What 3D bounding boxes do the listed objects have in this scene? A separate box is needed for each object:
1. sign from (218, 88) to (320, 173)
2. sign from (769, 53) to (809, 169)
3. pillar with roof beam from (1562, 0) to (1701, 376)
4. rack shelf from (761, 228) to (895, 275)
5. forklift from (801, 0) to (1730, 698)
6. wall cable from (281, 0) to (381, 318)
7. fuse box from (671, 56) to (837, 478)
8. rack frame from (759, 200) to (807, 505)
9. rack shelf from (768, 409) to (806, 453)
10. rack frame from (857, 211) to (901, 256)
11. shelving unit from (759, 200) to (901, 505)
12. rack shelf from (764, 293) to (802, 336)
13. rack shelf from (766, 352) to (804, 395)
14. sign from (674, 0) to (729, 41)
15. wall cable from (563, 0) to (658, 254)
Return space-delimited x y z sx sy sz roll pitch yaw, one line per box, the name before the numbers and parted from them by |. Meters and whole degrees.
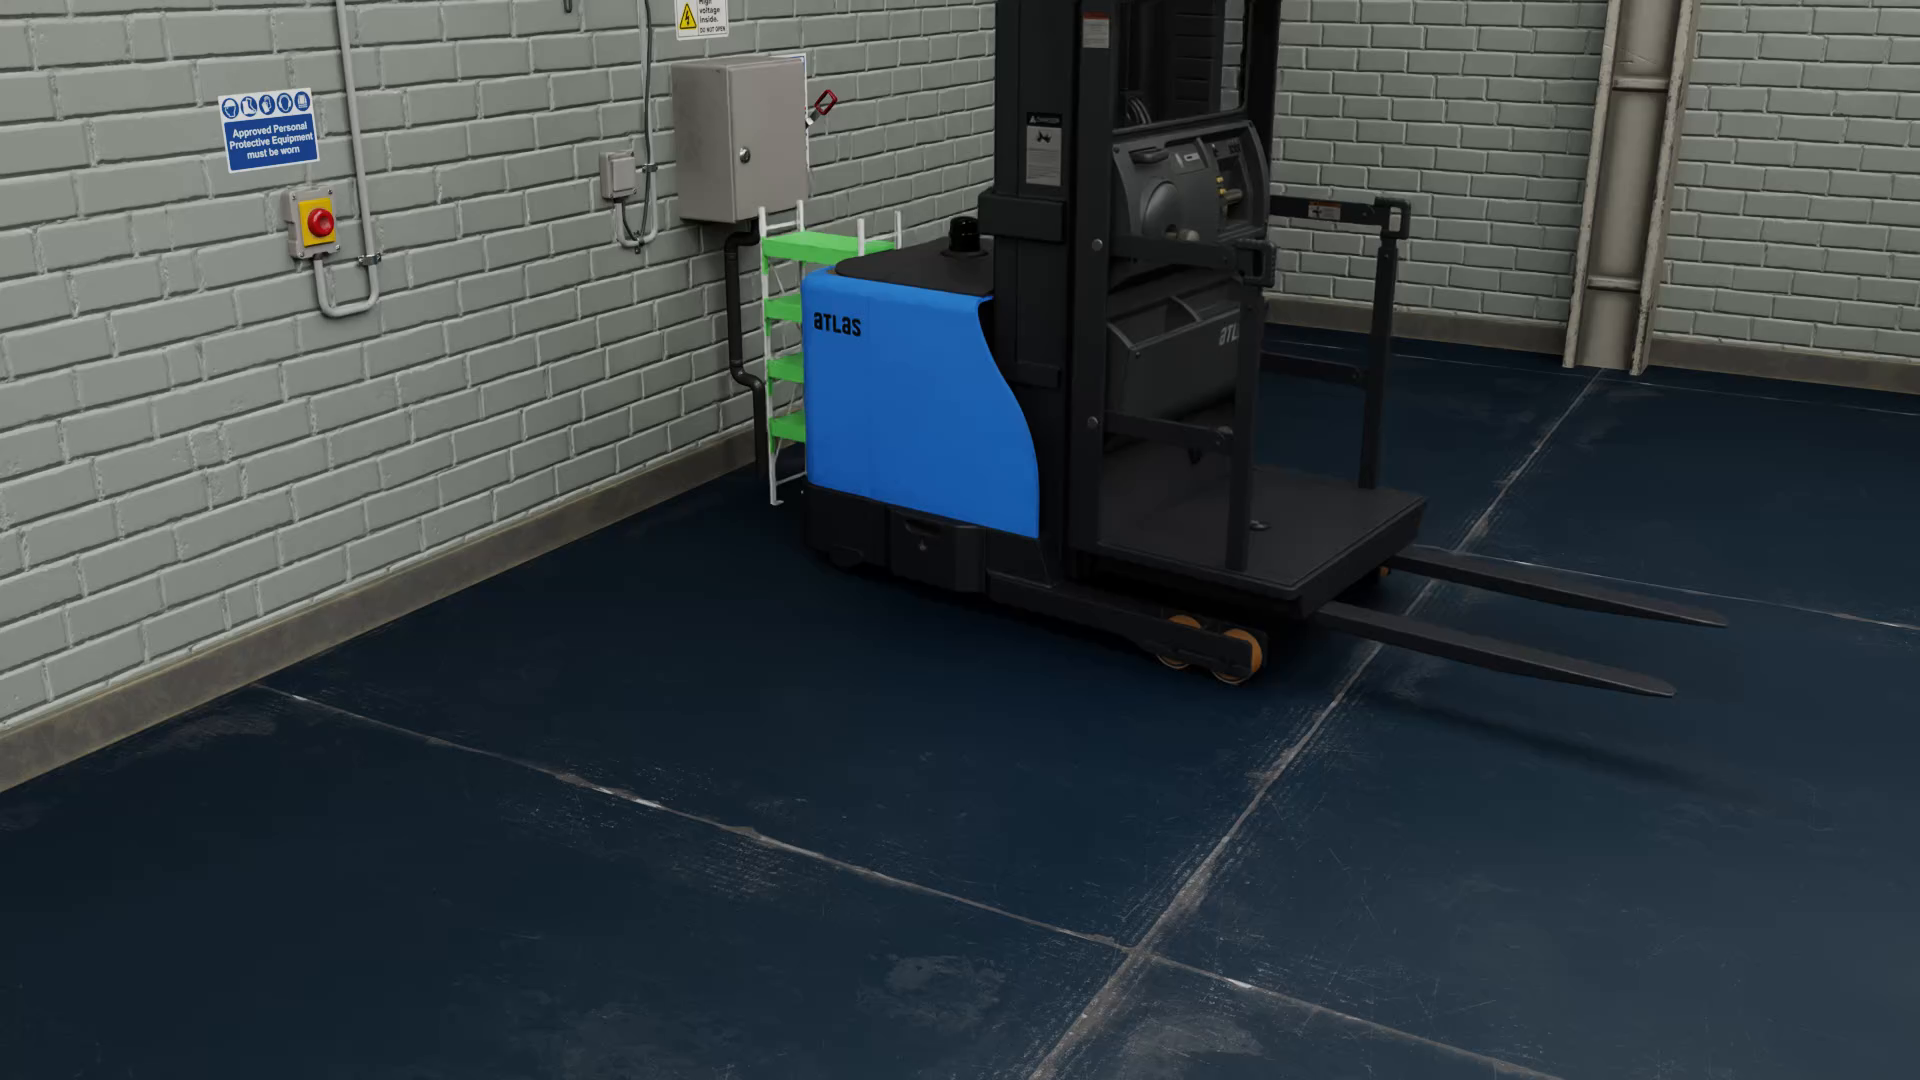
sign | -2.036 -1.212 4.910 0.001 0.218 0.327 11 23 27
sign | -0.747 -1.827 7.142 0.001 0.494 0.329 11 23 27
pillar with roof beam | 1.379 -3.892 3.897 0.400 9.000 9.100 11 23 27
rack shelf | -0.496 -1.081 6.366 0.480 0.148 0.258 14 24 34
forklift | 0.917 -1.138 5.204 3.031 2.935 1.130 14 24 34
wall cable | -1.959 -1.581 4.789 0.123 1.953 0.585 11 23 27
fuse box | -0.807 -1.084 6.845 0.414 1.711 0.539 11 23 27
rack frame | -0.693 -0.739 6.643 0.015 1.200 0.240 14 24 34
rack shelf | -0.496 -0.404 6.611 0.480 0.148 0.258 14 24 34
rack frame | -0.299 -0.641 6.372 0.015 1.200 0.240 14 24 34
shelving unit | -0.496 -0.690 6.507 0.503 1.200 0.258 14 24 34
rack shelf | -0.496 -0.855 6.447 0.480 0.148 0.258 14 24 34
rack shelf | -0.496 -0.630 6.529 0.480 0.148 0.258 14 24 34
sign | -1.015 -2.096 6.534 0.001 0.242 0.339 11 23 27
wall cable | -1.278 -1.991 5.964 0.122 1.984 0.588 11 23 27
